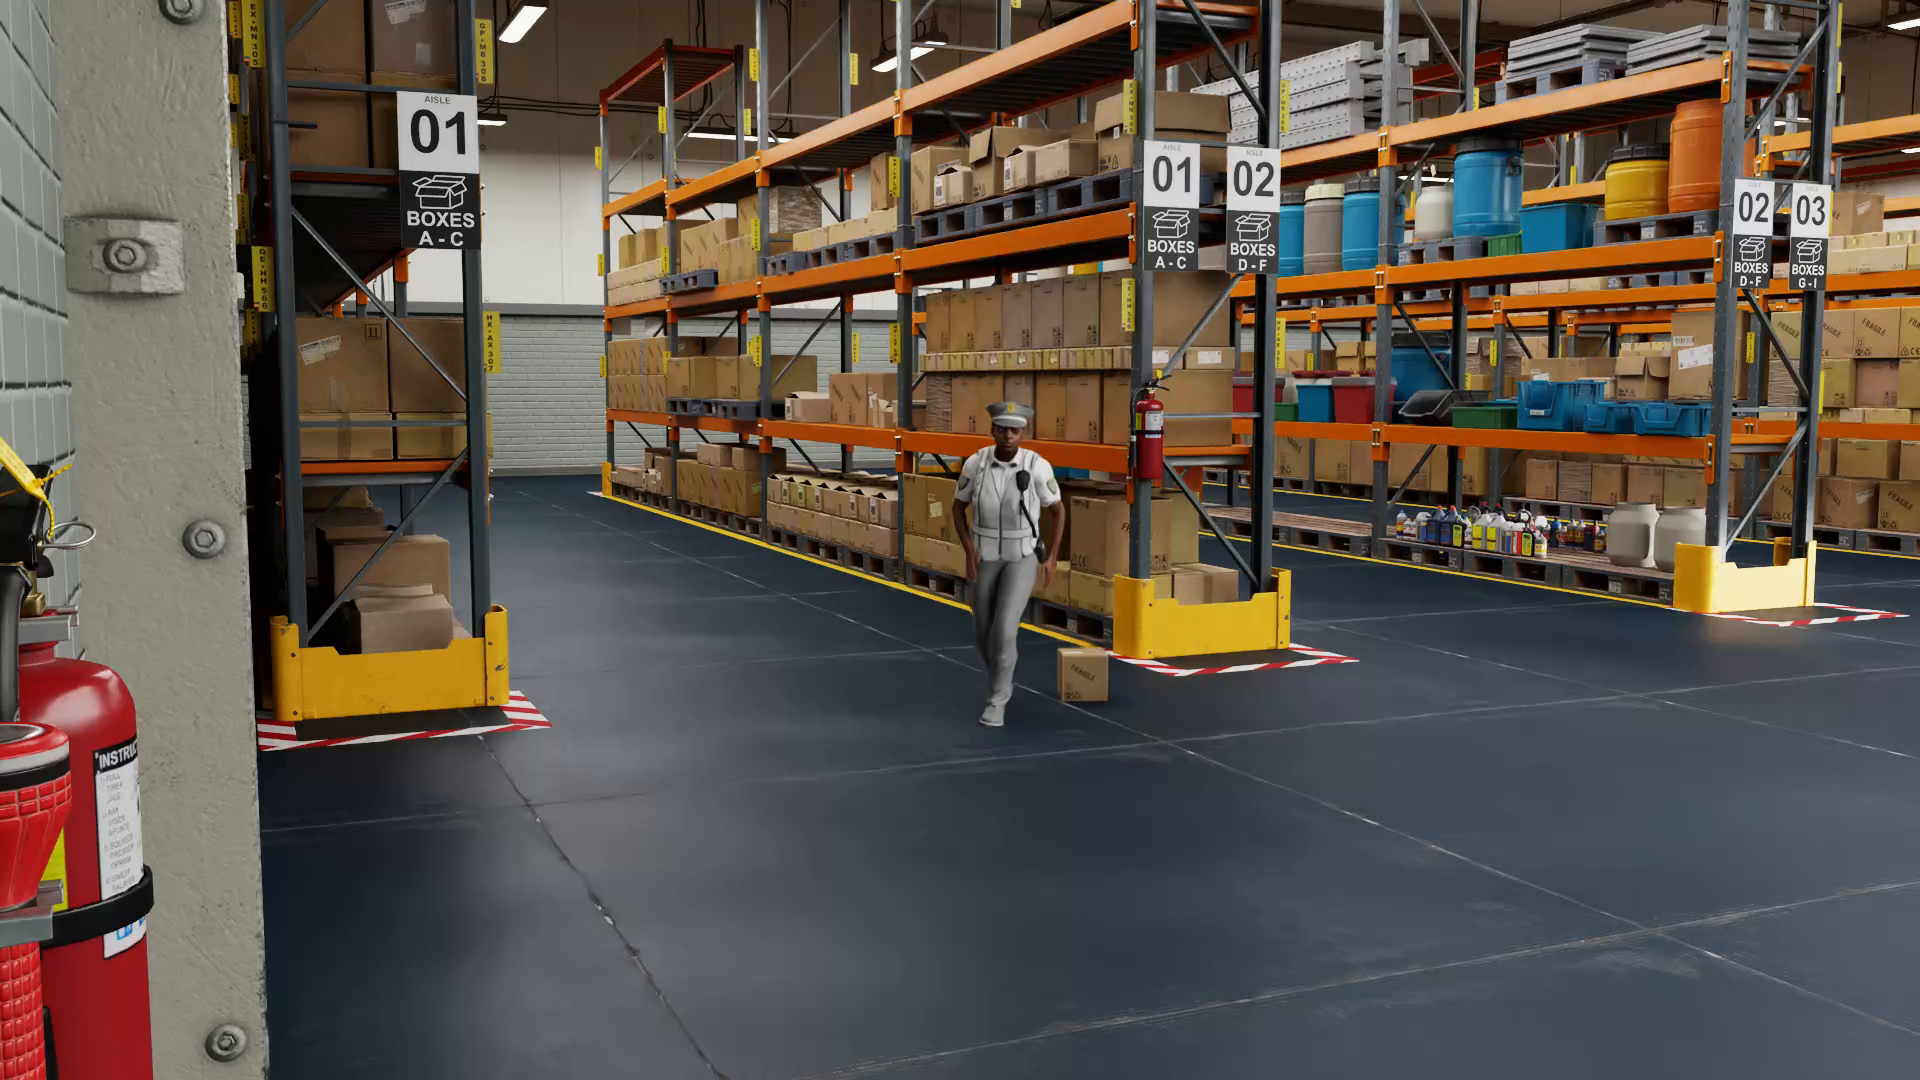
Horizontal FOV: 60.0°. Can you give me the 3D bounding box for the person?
[{"bbox_3d":[0.267,0.101,8.583,0.579,1.644,0.711,1,6,12],"label":"person"}]
